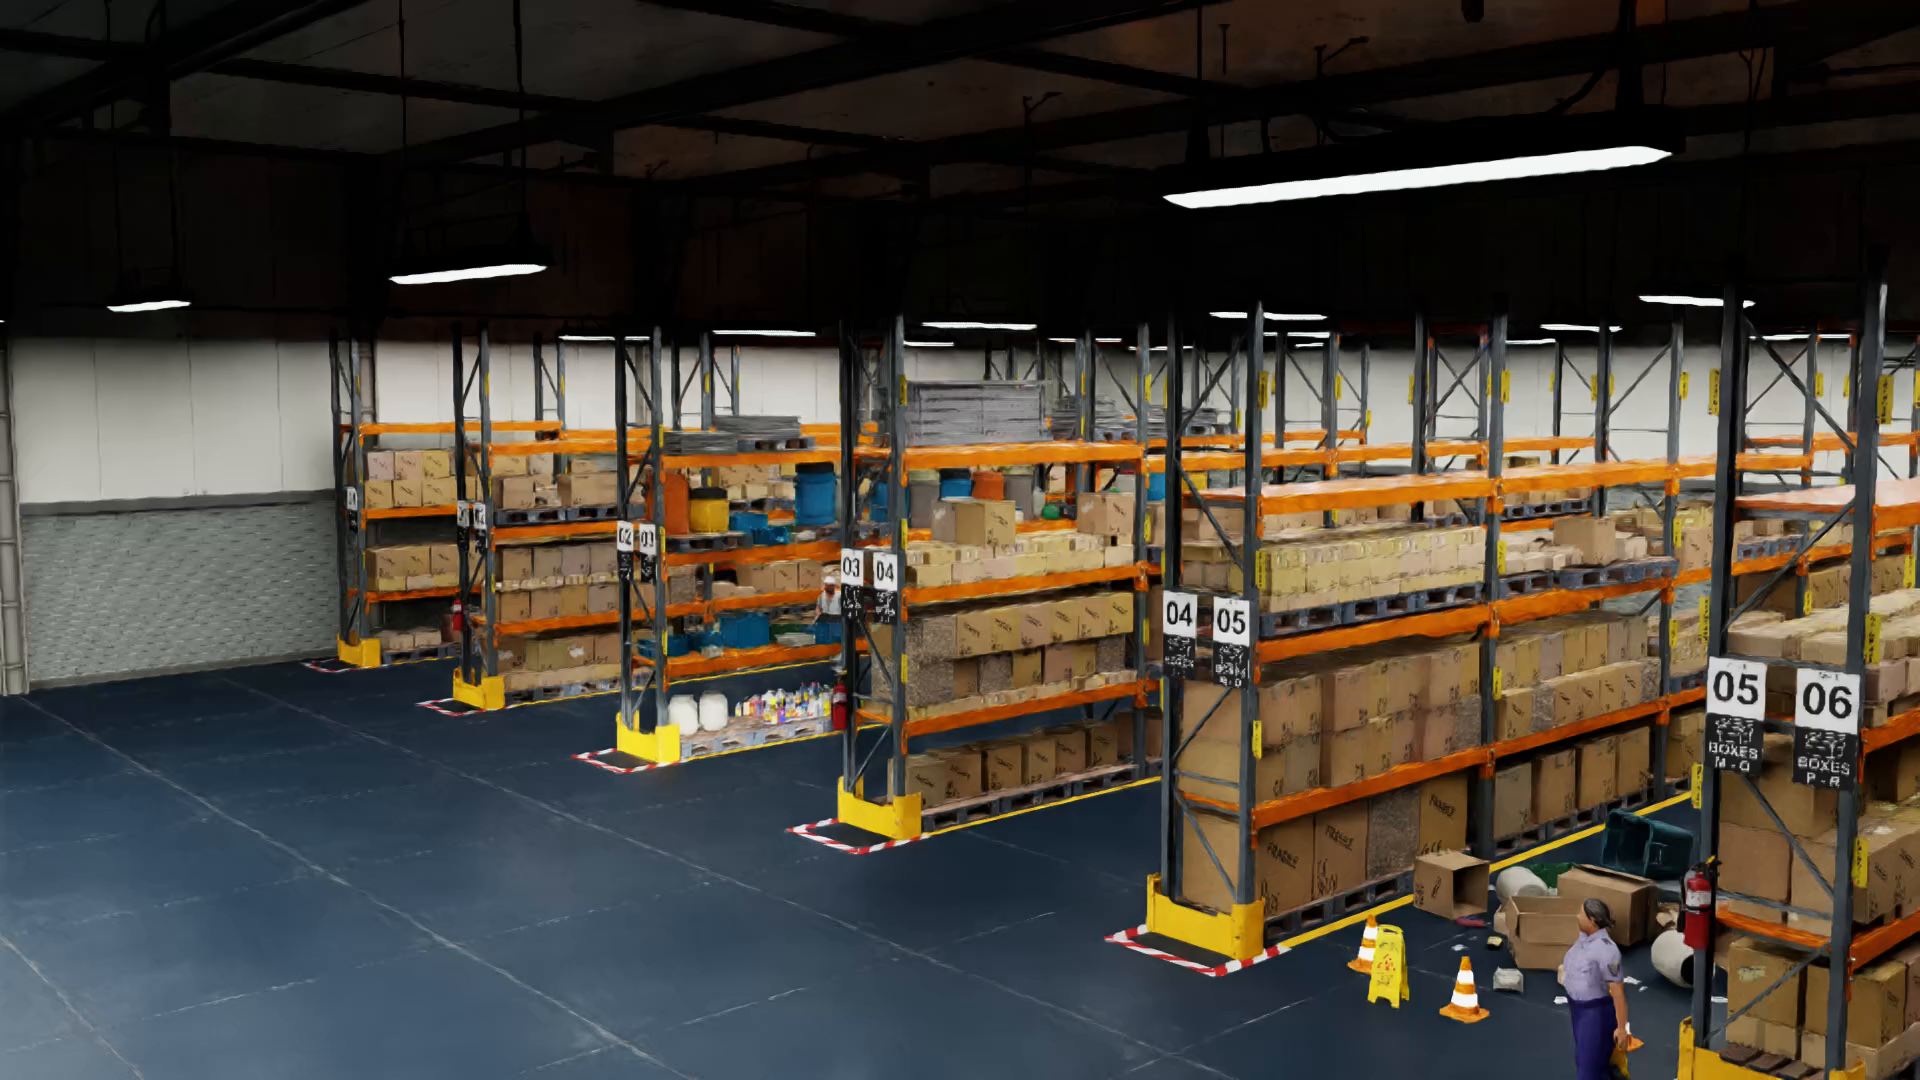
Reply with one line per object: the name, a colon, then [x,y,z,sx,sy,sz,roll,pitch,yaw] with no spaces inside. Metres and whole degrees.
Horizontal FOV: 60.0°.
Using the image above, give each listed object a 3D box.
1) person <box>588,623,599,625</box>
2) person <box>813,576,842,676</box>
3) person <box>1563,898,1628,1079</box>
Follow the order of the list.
person: [-6.518,1.352,29.522,0.452,1.768,0.632,2,6,17]
person: [-2.152,1.457,28.777,0.686,1.716,0.838,4,7,32]
person: [4.349,3.246,11.224,0.470,1.633,0.624,0,6,3]
